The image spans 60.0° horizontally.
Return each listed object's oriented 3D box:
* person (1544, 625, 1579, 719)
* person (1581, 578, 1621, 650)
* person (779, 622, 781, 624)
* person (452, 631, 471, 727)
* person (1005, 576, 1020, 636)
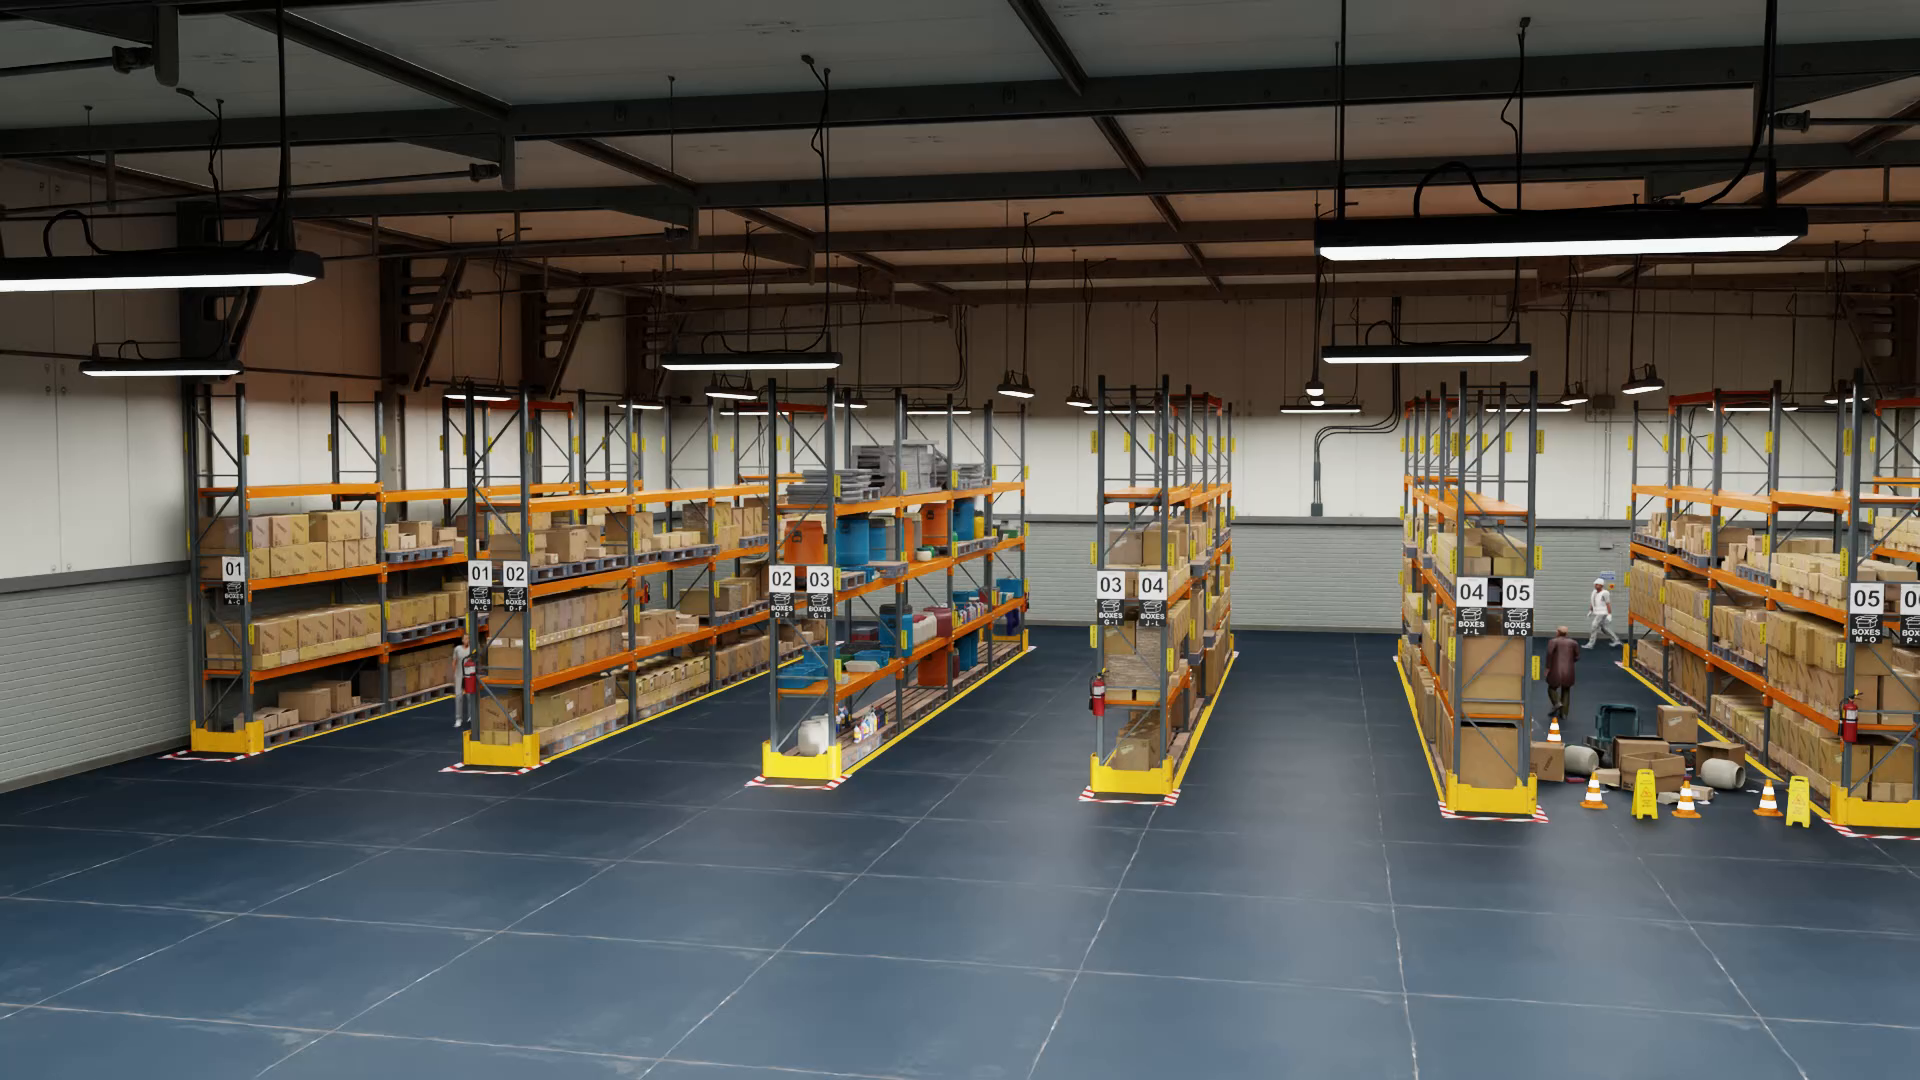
[{"bbox_3d":[11.076,2.423,30.580,0.635,1.672,0.819,1,3,13],"label":"person"},{"bbox_3d":[15.667,1.806,40.654,1.056,1.744,0.568,0,3,-4],"label":"person"},{"bbox_3d":[-4.707,1.795,42.776,0.585,1.626,0.481,-2,4,-30],"label":"person"},{"bbox_3d":[-8.869,2.482,29.824,0.465,1.681,0.773,-1,3,-14],"label":"person"},{"bbox_3d":[1.308,1.729,42.655,0.486,1.633,0.529,-2,4,-35],"label":"person"}]
